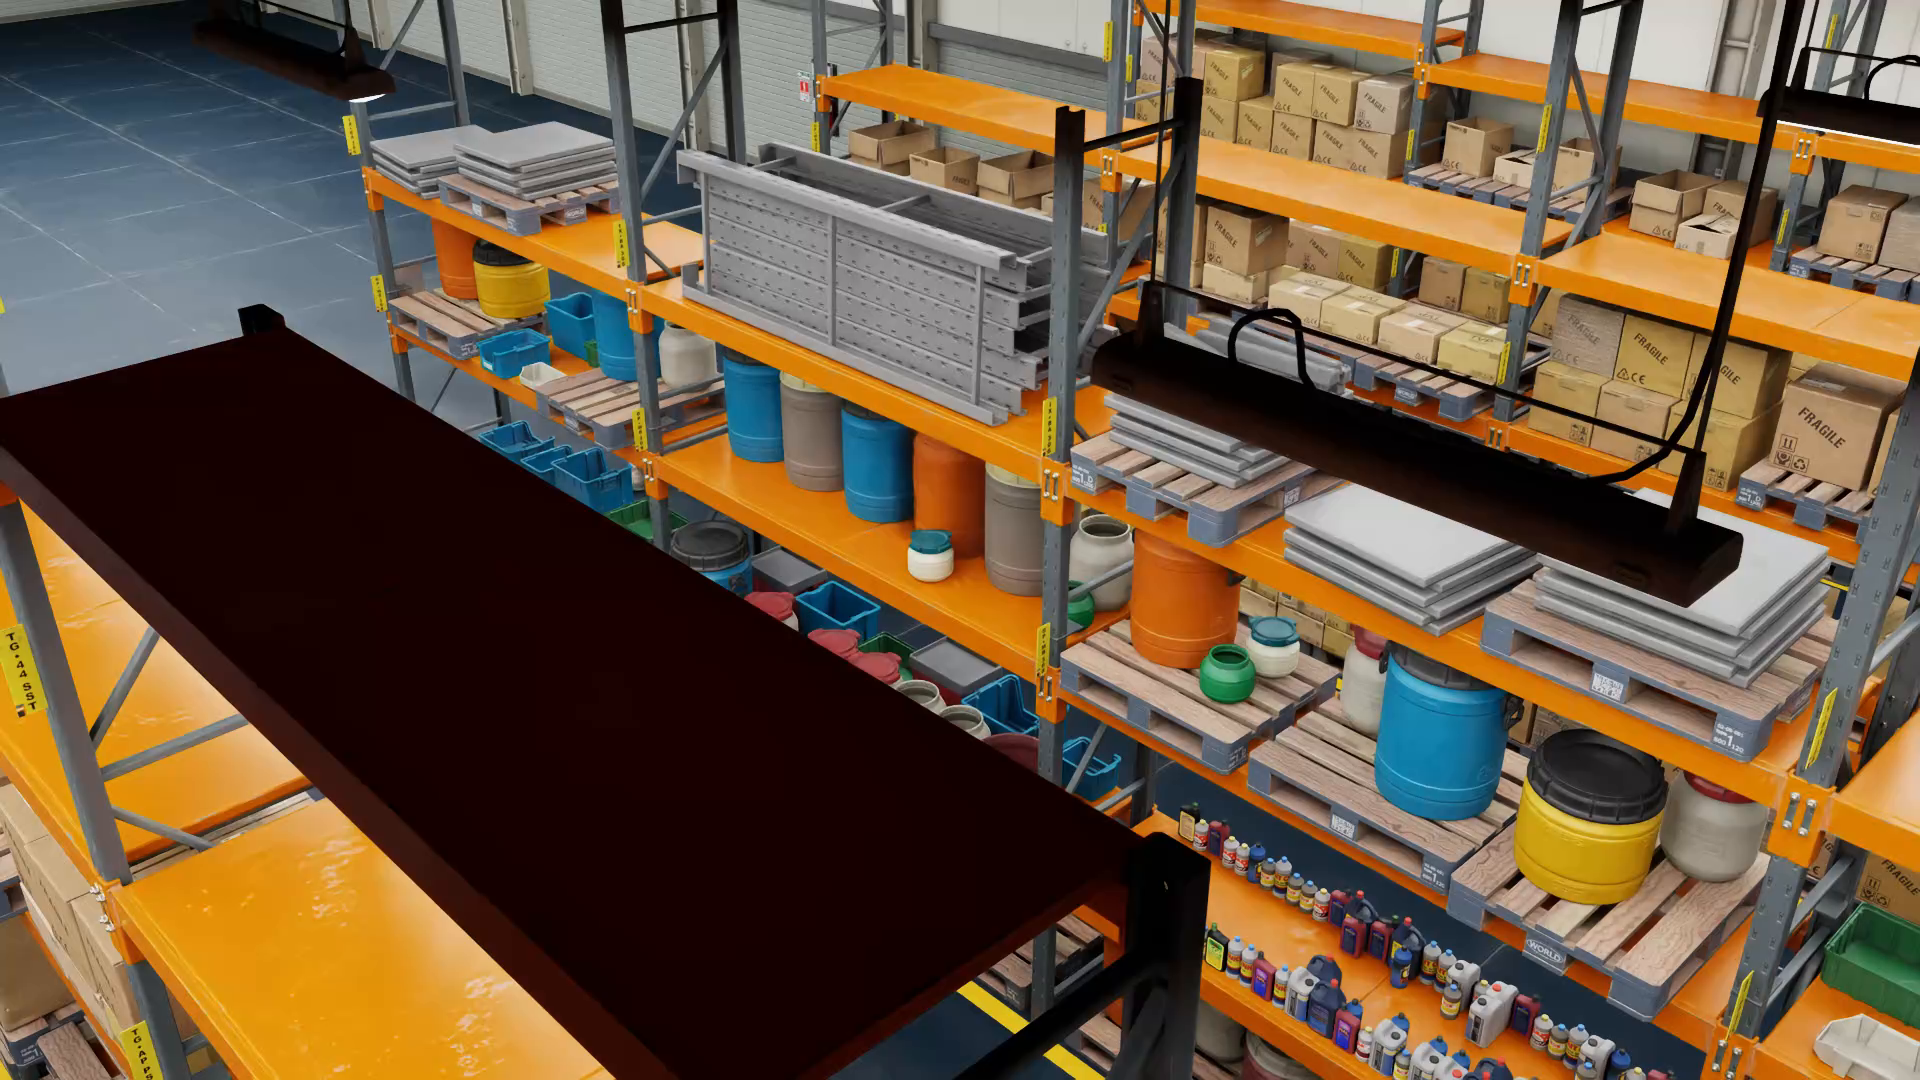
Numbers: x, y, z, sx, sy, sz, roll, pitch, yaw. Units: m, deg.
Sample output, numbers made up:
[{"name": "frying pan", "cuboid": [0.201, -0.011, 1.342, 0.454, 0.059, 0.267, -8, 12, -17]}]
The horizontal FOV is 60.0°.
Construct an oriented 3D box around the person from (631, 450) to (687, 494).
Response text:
[{"name": "person", "cuboid": [-3.200, -1.264, 17.427, 0.899, 1.685, 0.547, -12, 30, -21]}]
